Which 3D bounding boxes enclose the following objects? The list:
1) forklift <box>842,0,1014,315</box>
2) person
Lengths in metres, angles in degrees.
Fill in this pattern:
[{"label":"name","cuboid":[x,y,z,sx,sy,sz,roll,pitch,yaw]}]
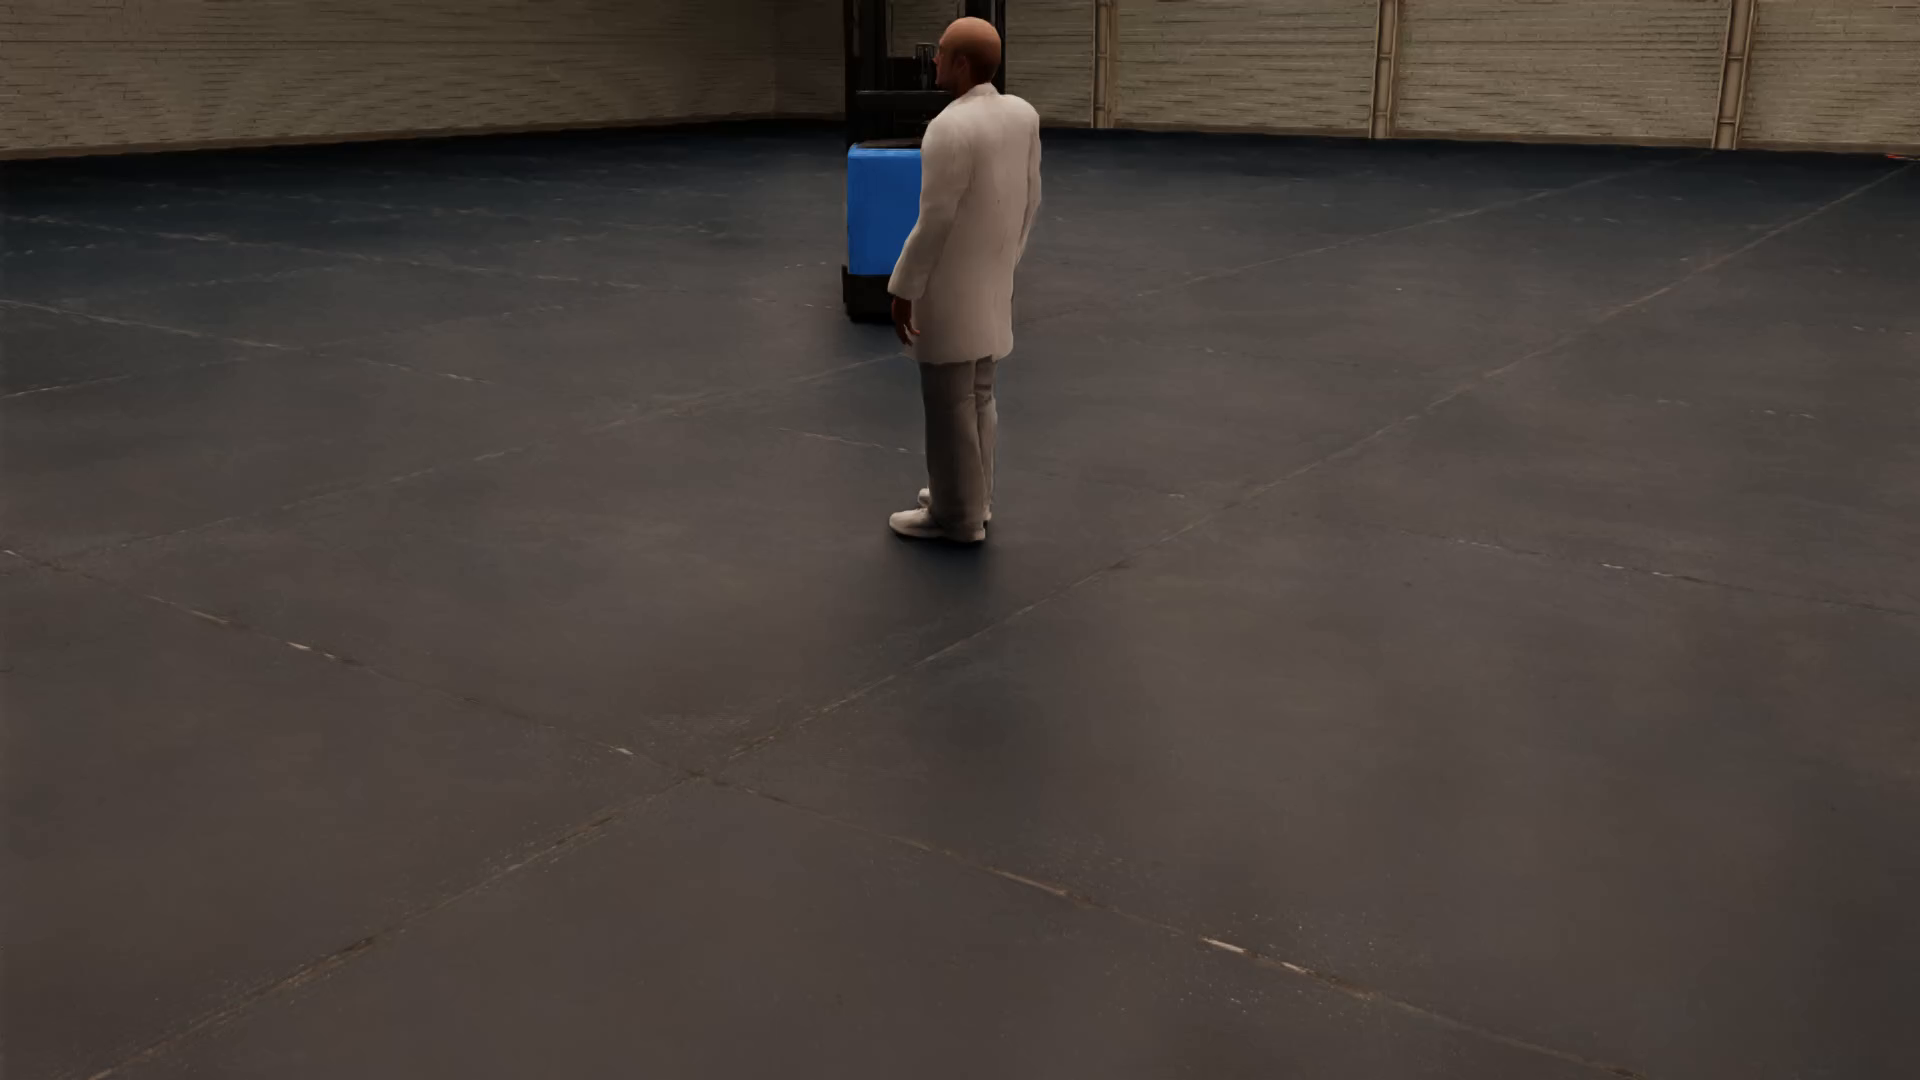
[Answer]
[{"label":"forklift","cuboid":[-0.250,-3.205,11.550,1.130,2.935,3.031,-1,17,-2]},{"label":"person","cuboid":[-0.072,-0.874,5.745,0.579,1.776,0.694,11,20,33]}]
